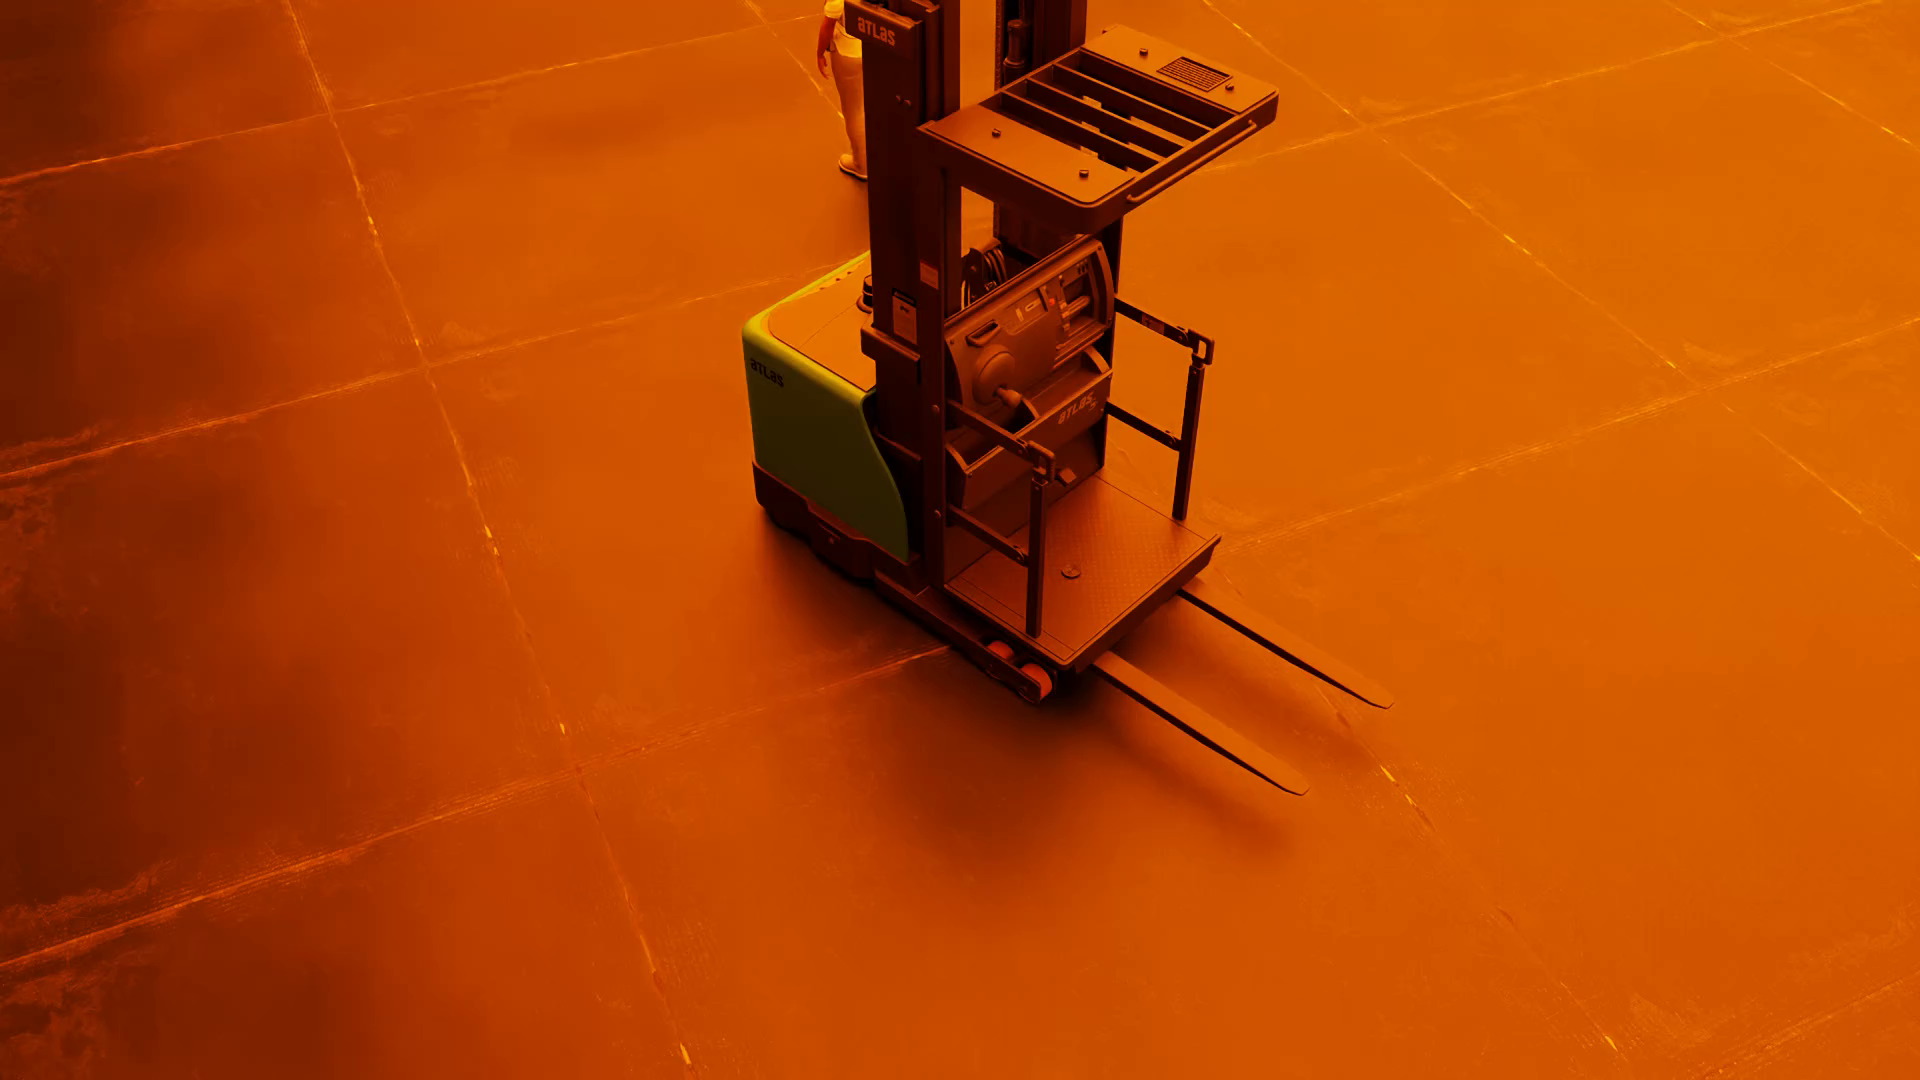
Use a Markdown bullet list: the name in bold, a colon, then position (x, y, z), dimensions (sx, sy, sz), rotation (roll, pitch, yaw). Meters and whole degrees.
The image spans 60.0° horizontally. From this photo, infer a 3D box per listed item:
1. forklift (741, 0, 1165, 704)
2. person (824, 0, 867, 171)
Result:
- **forklift**: position (0.445, -0.788, 6.525), dimensions (3.031, 2.935, 1.130), rotation (32, 52, 30)
- **person**: position (-0.572, -2.889, 9.622), dimensions (0.512, 1.630, 0.394), rotation (-23, 48, -22)
